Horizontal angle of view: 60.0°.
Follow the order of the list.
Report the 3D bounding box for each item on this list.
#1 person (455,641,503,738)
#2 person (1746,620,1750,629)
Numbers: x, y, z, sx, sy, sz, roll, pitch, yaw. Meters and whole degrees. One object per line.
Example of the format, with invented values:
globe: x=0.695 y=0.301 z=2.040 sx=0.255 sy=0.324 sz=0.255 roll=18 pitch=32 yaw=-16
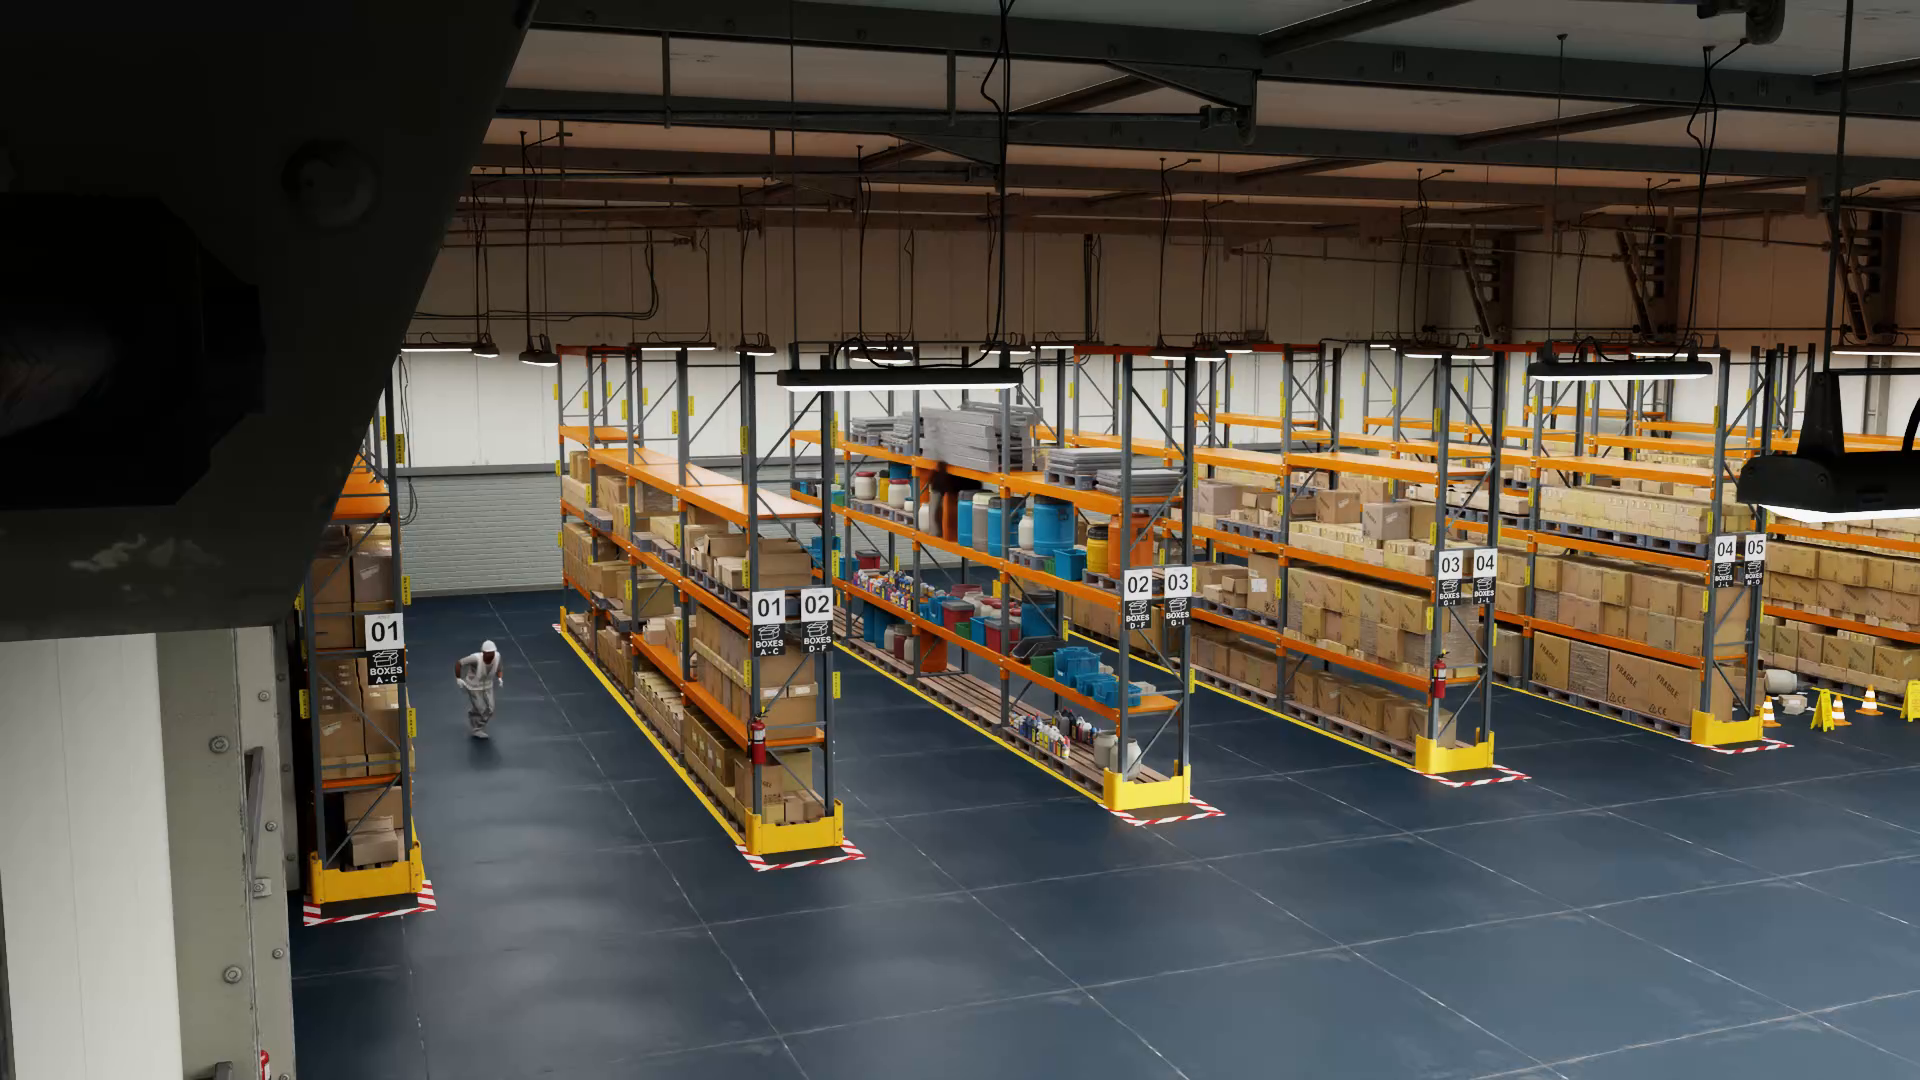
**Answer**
person: x=-7.399 y=2.303 z=25.611 sx=0.719 sy=1.587 sz=0.850 roll=-6 pitch=10 yaw=-41
person: x=15.932 y=1.367 z=33.465 sx=0.594 sy=1.478 sz=0.832 roll=-6 pitch=10 yaw=-42
